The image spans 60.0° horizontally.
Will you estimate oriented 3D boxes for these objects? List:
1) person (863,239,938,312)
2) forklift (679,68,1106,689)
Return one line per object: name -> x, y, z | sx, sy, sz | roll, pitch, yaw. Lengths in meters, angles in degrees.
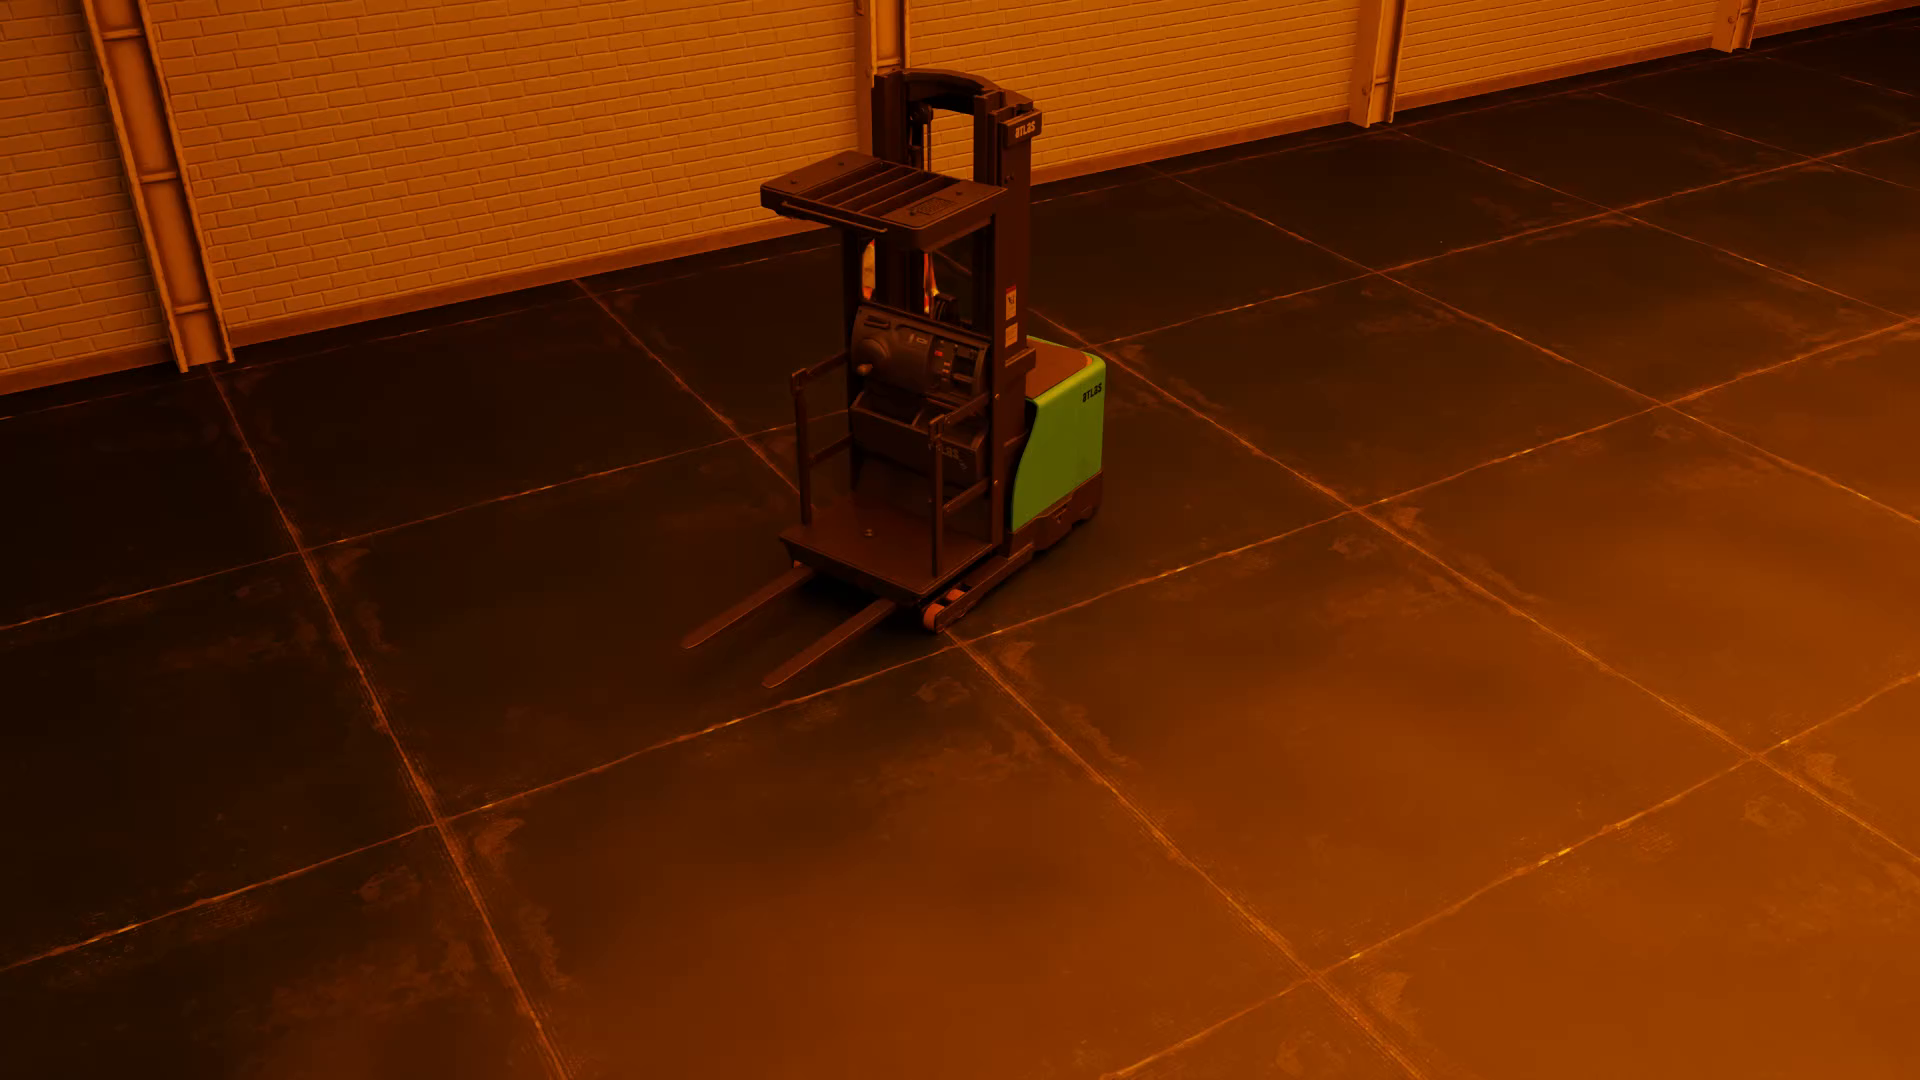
person -> -0.362, -1.511, 11.319 | 0.877, 1.752, 0.429 | -26, 40, -36
forklift -> -0.365, -1.007, 9.329 | 1.130, 2.935, 3.031 | 21, 37, 31
